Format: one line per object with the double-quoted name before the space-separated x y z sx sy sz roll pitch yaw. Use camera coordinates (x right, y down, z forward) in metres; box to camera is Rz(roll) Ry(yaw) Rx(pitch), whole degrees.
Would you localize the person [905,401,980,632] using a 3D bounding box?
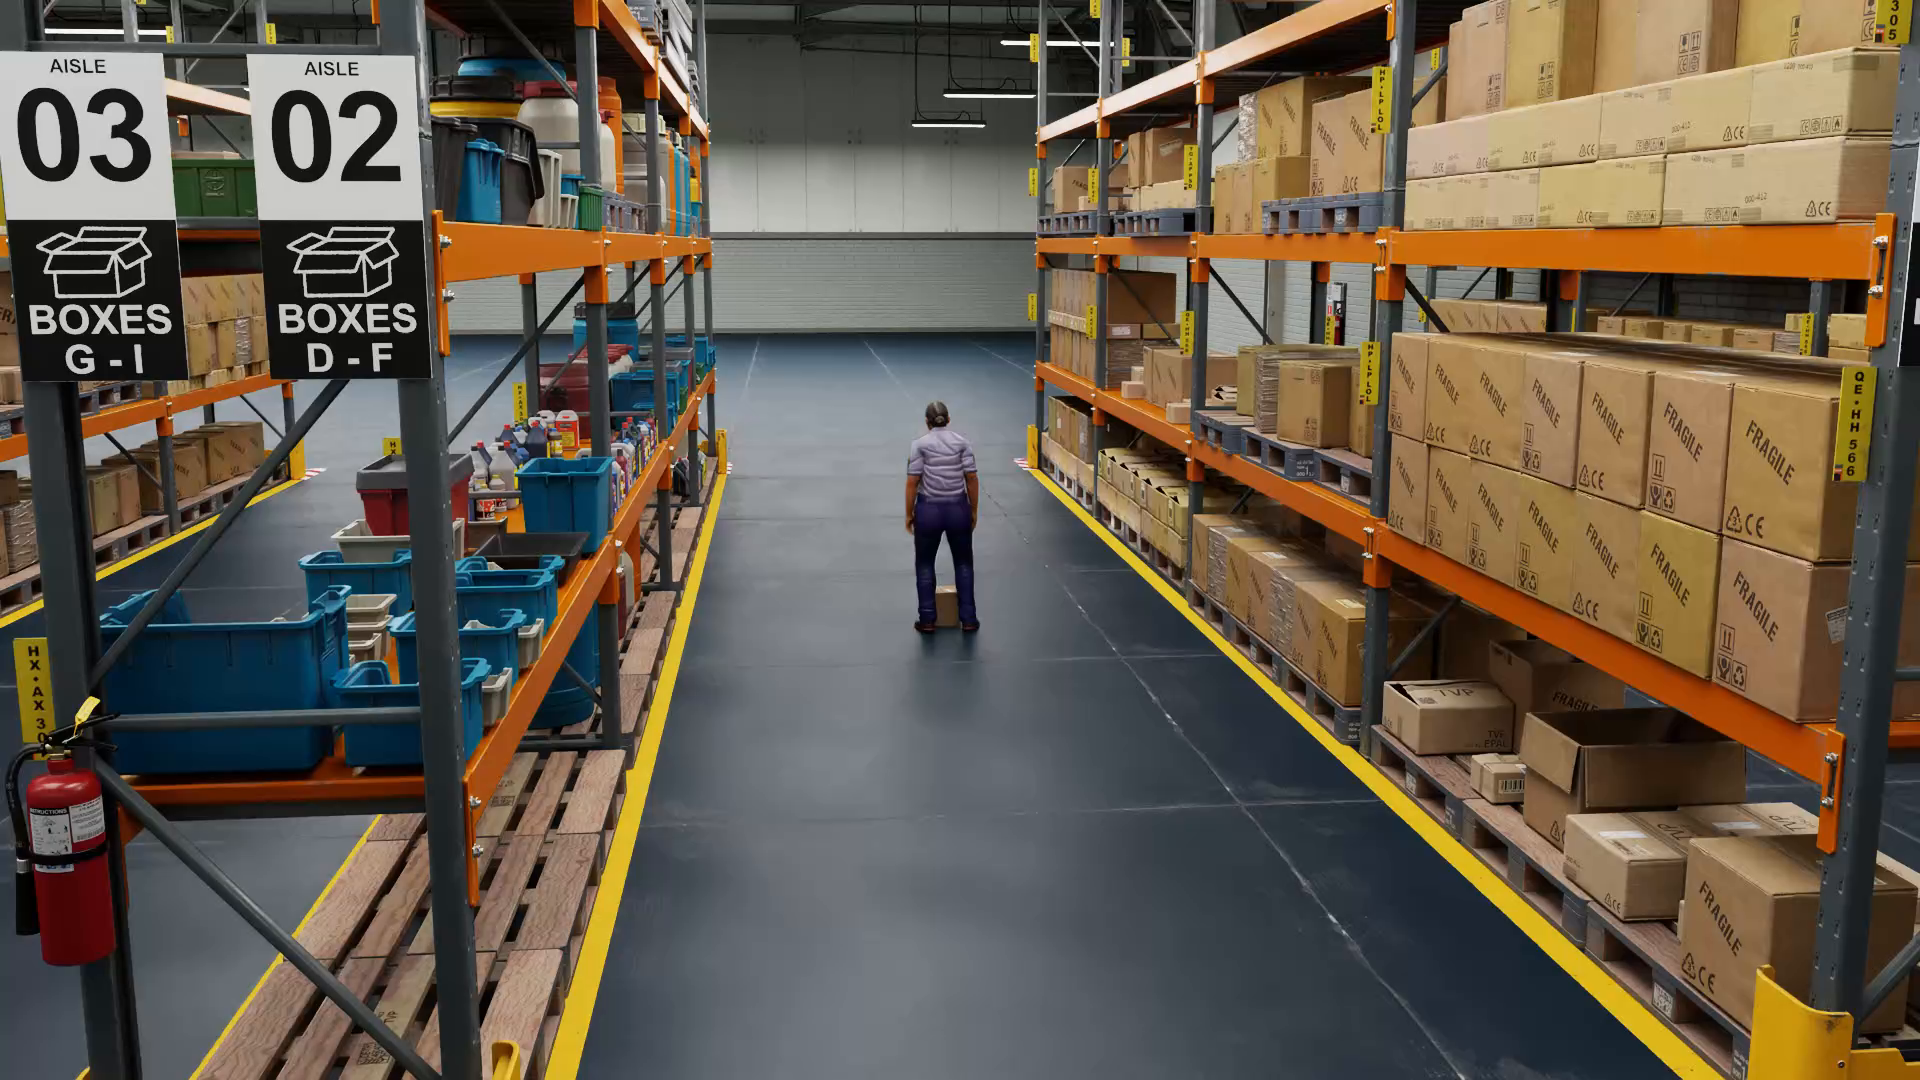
"person" -0.116 -0.164 11.853 0.561 1.651 0.377 -2 10 -10
